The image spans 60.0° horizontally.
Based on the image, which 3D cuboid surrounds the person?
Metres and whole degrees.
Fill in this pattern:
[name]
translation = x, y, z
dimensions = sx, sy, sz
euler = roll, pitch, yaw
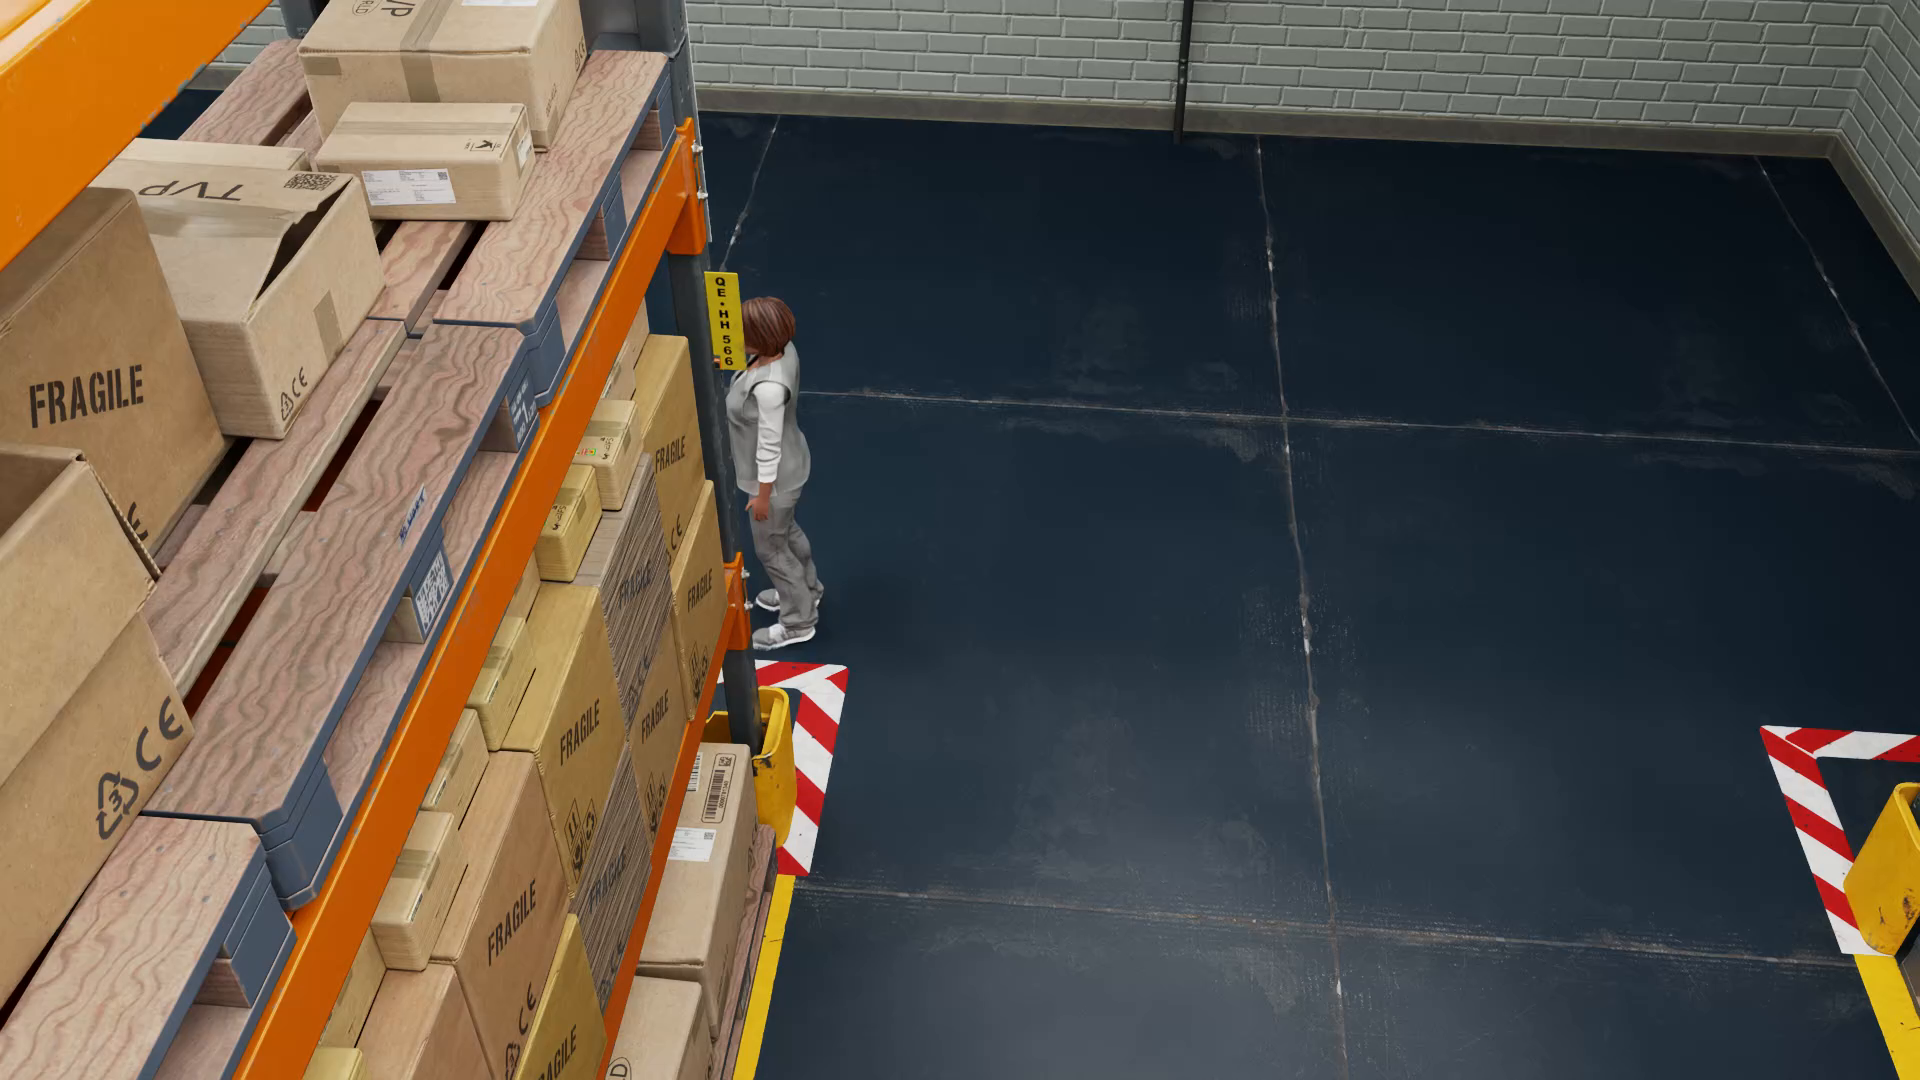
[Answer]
[person]
translation = -0.724, -0.250, 6.463
dimensions = 0.309, 1.604, 0.406
euler = 0, 41, 0
